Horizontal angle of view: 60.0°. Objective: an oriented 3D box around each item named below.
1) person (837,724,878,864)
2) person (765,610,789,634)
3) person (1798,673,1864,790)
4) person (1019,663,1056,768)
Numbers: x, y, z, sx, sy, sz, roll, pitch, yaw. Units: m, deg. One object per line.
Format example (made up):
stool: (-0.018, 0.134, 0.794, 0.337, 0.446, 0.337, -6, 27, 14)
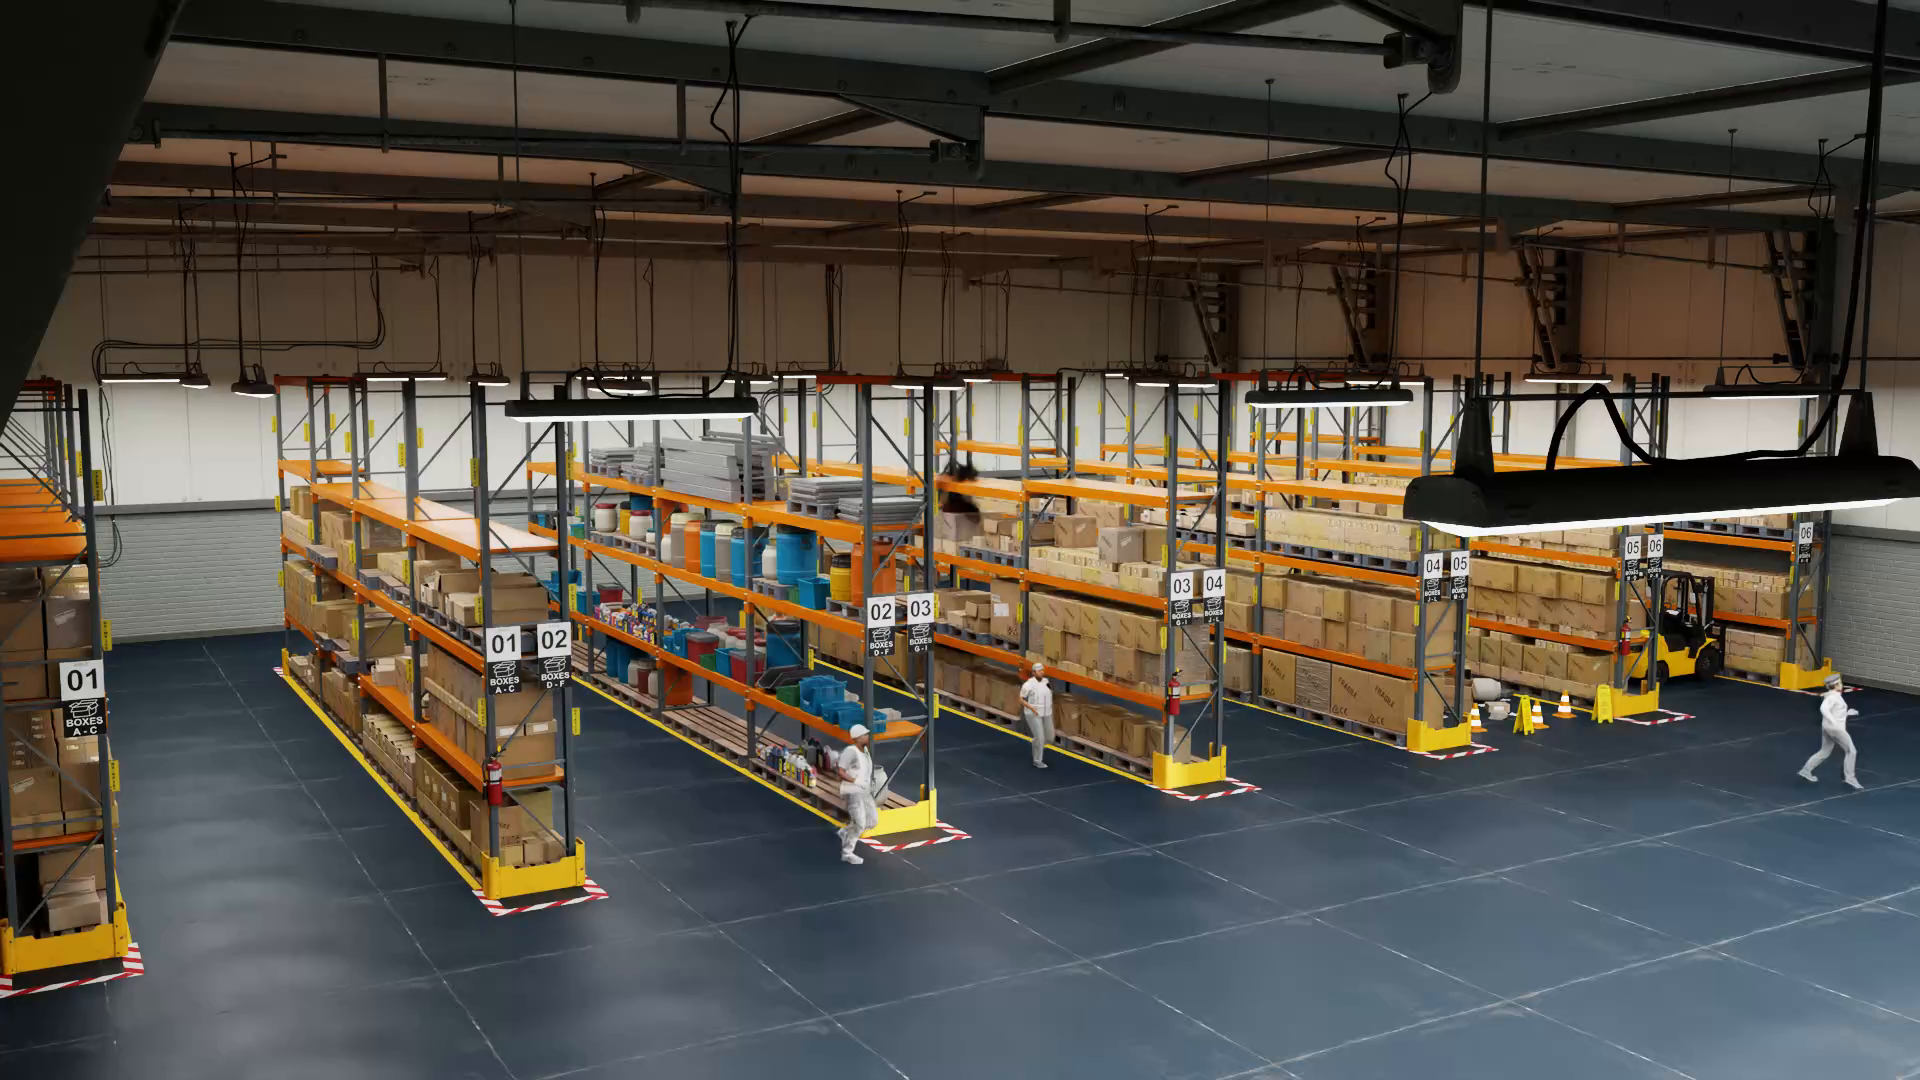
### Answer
person: (-1.302, 3.185, 21.086, 0.573, 1.701, 0.685, 3, 7, 24)
person: (-3.349, 2.036, 31.155, 0.632, 1.824, 0.705, -5, 8, -37)
person: (12.910, 2.815, 24.525, 0.836, 1.711, 0.620, 1, 6, 9)
person: (1.205, 2.705, 25.828, 0.605, 1.615, 0.559, -4, 7, -30)
